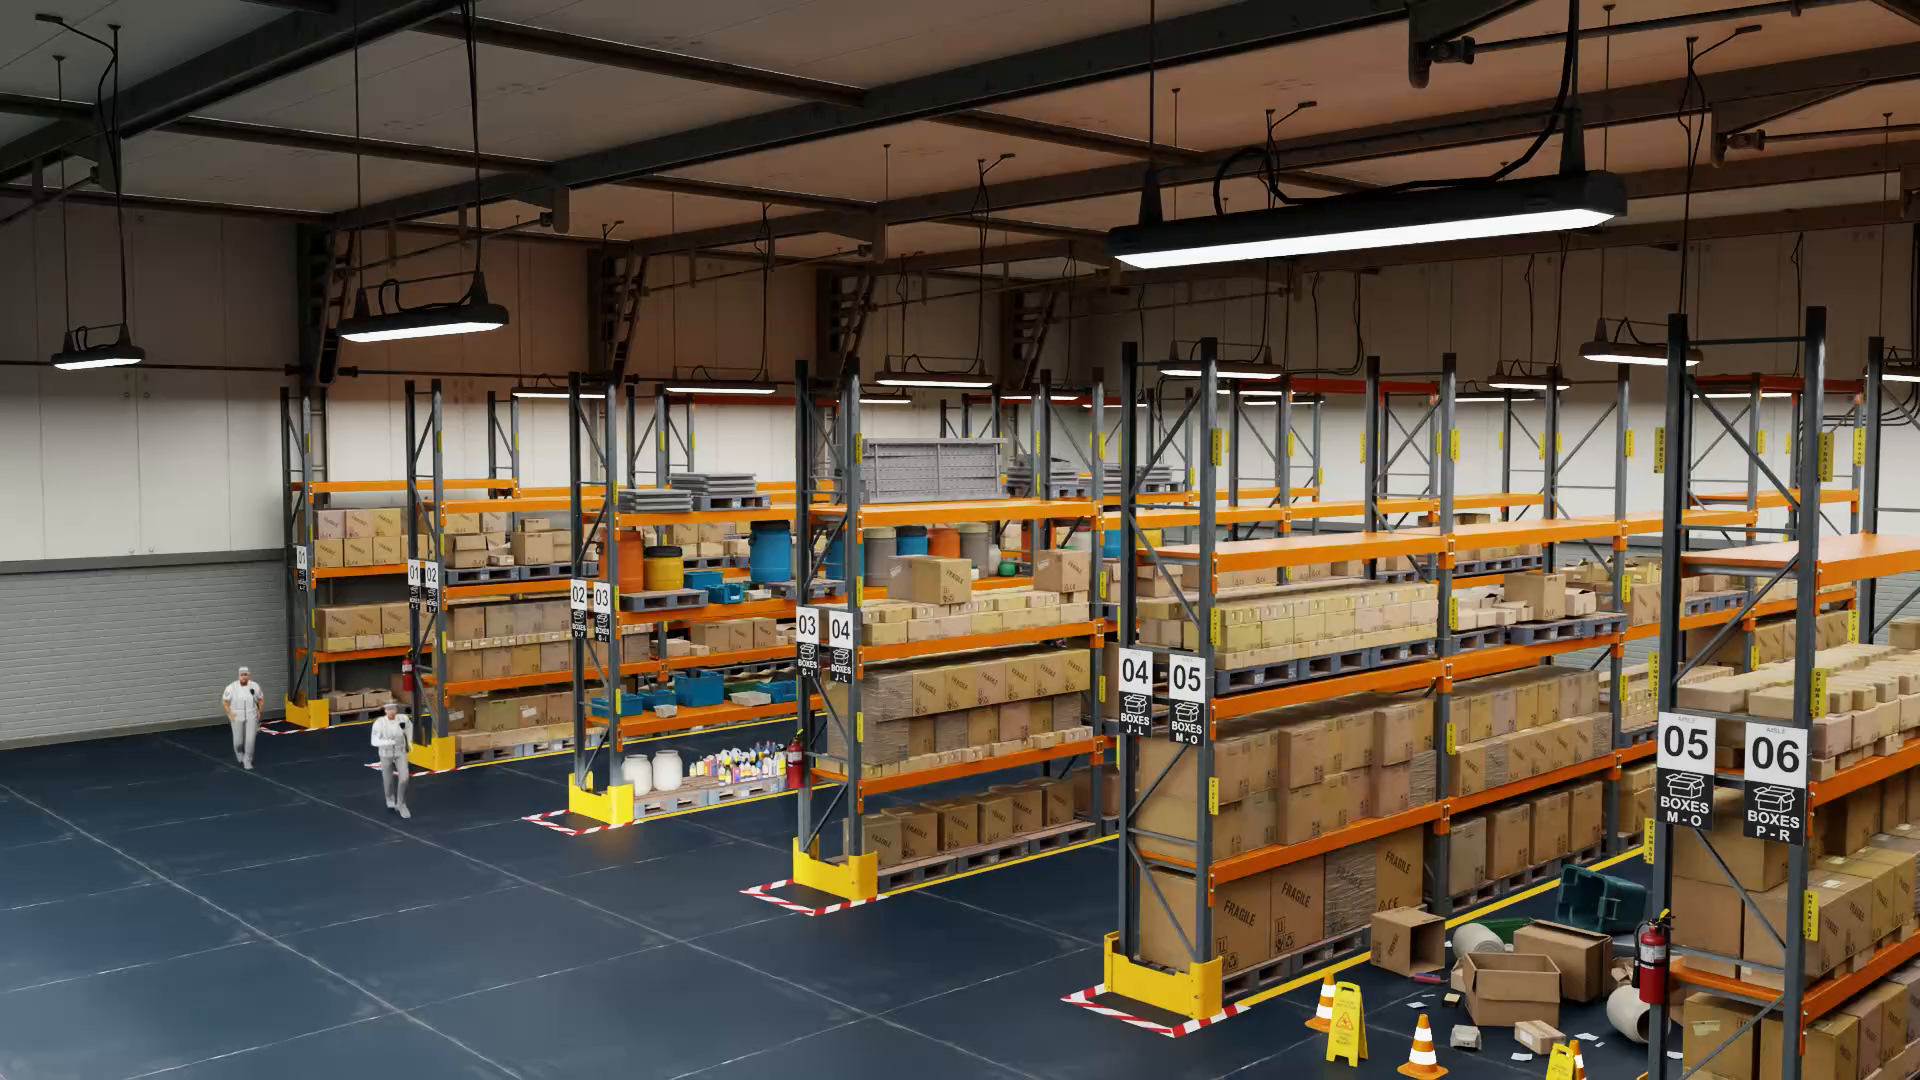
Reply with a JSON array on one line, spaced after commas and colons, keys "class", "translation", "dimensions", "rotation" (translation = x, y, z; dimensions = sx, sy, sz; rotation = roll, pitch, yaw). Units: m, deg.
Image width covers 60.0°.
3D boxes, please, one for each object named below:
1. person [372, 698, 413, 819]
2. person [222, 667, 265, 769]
[{"class": "person", "translation": [-7.644, 2.909, 22.410], "dimensions": [0.536, 1.634, 0.921], "rotation": [-1, 4, -21]}, {"class": "person", "translation": [-11.057, 2.736, 25.672], "dimensions": [0.606, 1.591, 0.596], "rotation": [-2, 4, -27]}]
